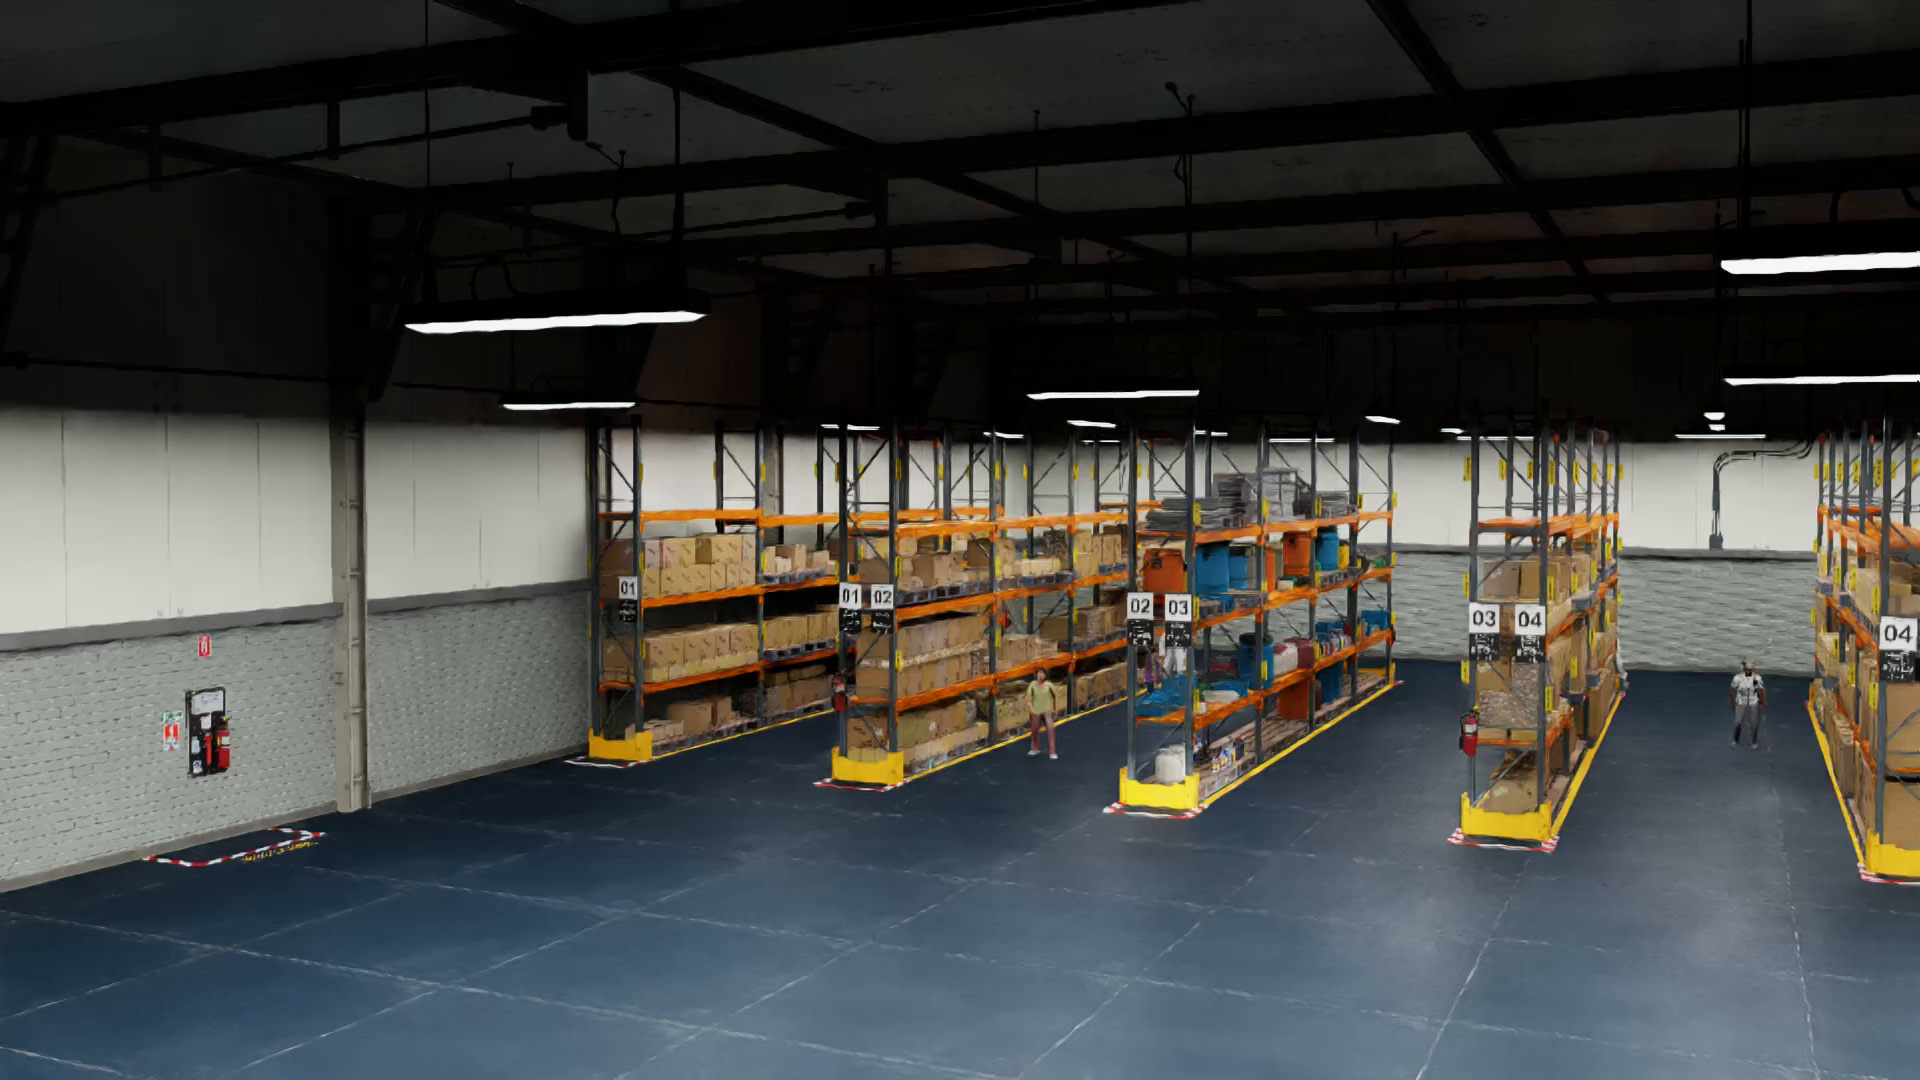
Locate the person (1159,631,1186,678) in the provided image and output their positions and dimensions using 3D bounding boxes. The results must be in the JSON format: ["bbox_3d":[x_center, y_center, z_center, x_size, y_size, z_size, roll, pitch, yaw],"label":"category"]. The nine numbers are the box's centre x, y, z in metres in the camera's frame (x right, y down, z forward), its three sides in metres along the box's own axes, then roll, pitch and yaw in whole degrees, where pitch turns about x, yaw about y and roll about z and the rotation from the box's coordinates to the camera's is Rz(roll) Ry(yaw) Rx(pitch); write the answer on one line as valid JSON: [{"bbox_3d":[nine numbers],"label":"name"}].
[{"bbox_3d":[4.754,2.626,36.845,0.729,1.734,0.546,1,3,23],"label":"person"}]

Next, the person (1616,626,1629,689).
[{"bbox_3d":[14.987,2.551,38.179,0.712,1.786,0.551,0,2,-1],"label":"person"}]

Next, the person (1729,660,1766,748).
[{"bbox_3d":[14.215,2.958,30.055,0.570,1.629,0.528,1,3,23],"label":"person"}]

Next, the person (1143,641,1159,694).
[{"bbox_3d":[3.869,2.826,33.264,0.419,1.590,0.503,0,2,-2],"label":"person"}]

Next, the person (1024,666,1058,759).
[{"bbox_3d":[1.434,2.993,29.044,0.615,1.603,0.811,0,2,6],"label":"person"}]
